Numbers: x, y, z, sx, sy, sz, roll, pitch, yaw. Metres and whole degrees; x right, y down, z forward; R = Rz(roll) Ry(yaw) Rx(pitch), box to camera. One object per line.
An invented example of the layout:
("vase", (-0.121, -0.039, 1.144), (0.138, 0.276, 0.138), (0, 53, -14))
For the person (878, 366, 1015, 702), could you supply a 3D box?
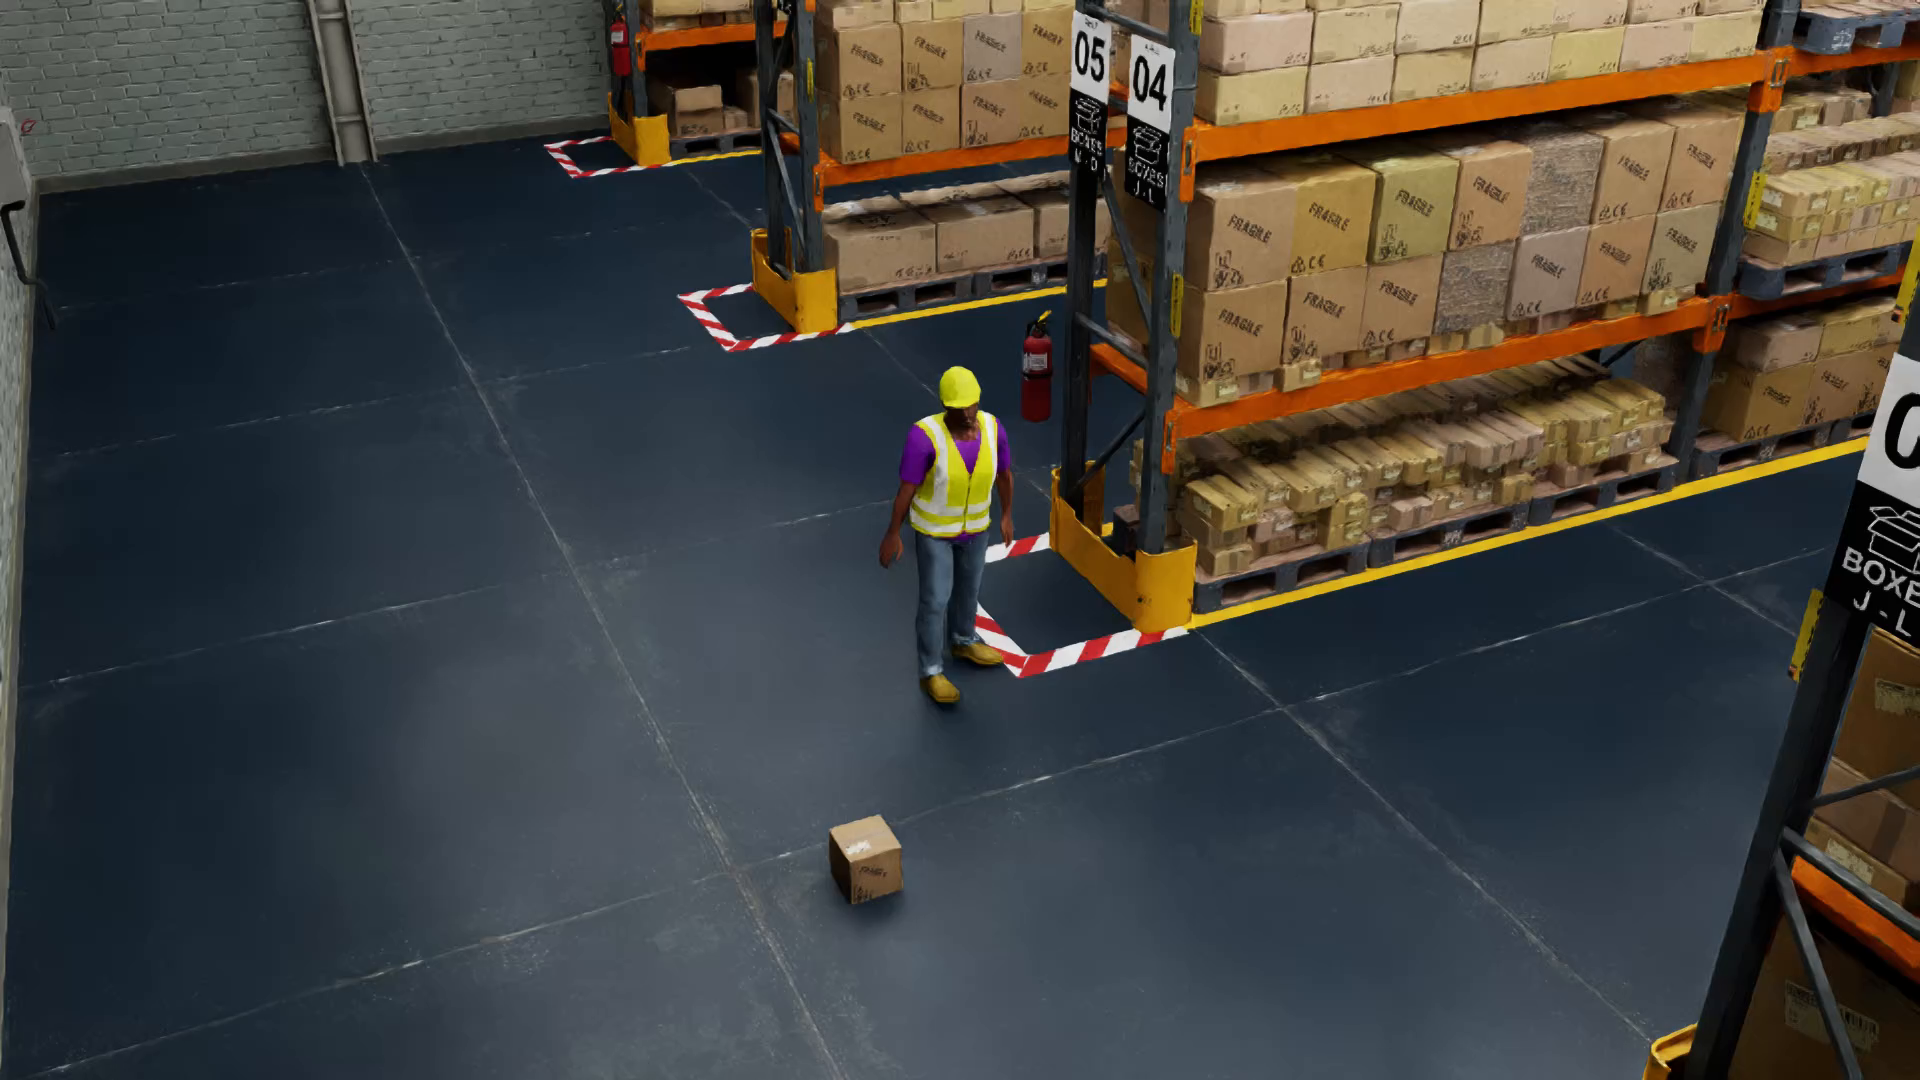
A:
("person", (-0.032, -0.036, 8.434), (0.754, 1.766, 0.528), (-15, 33, -25))
